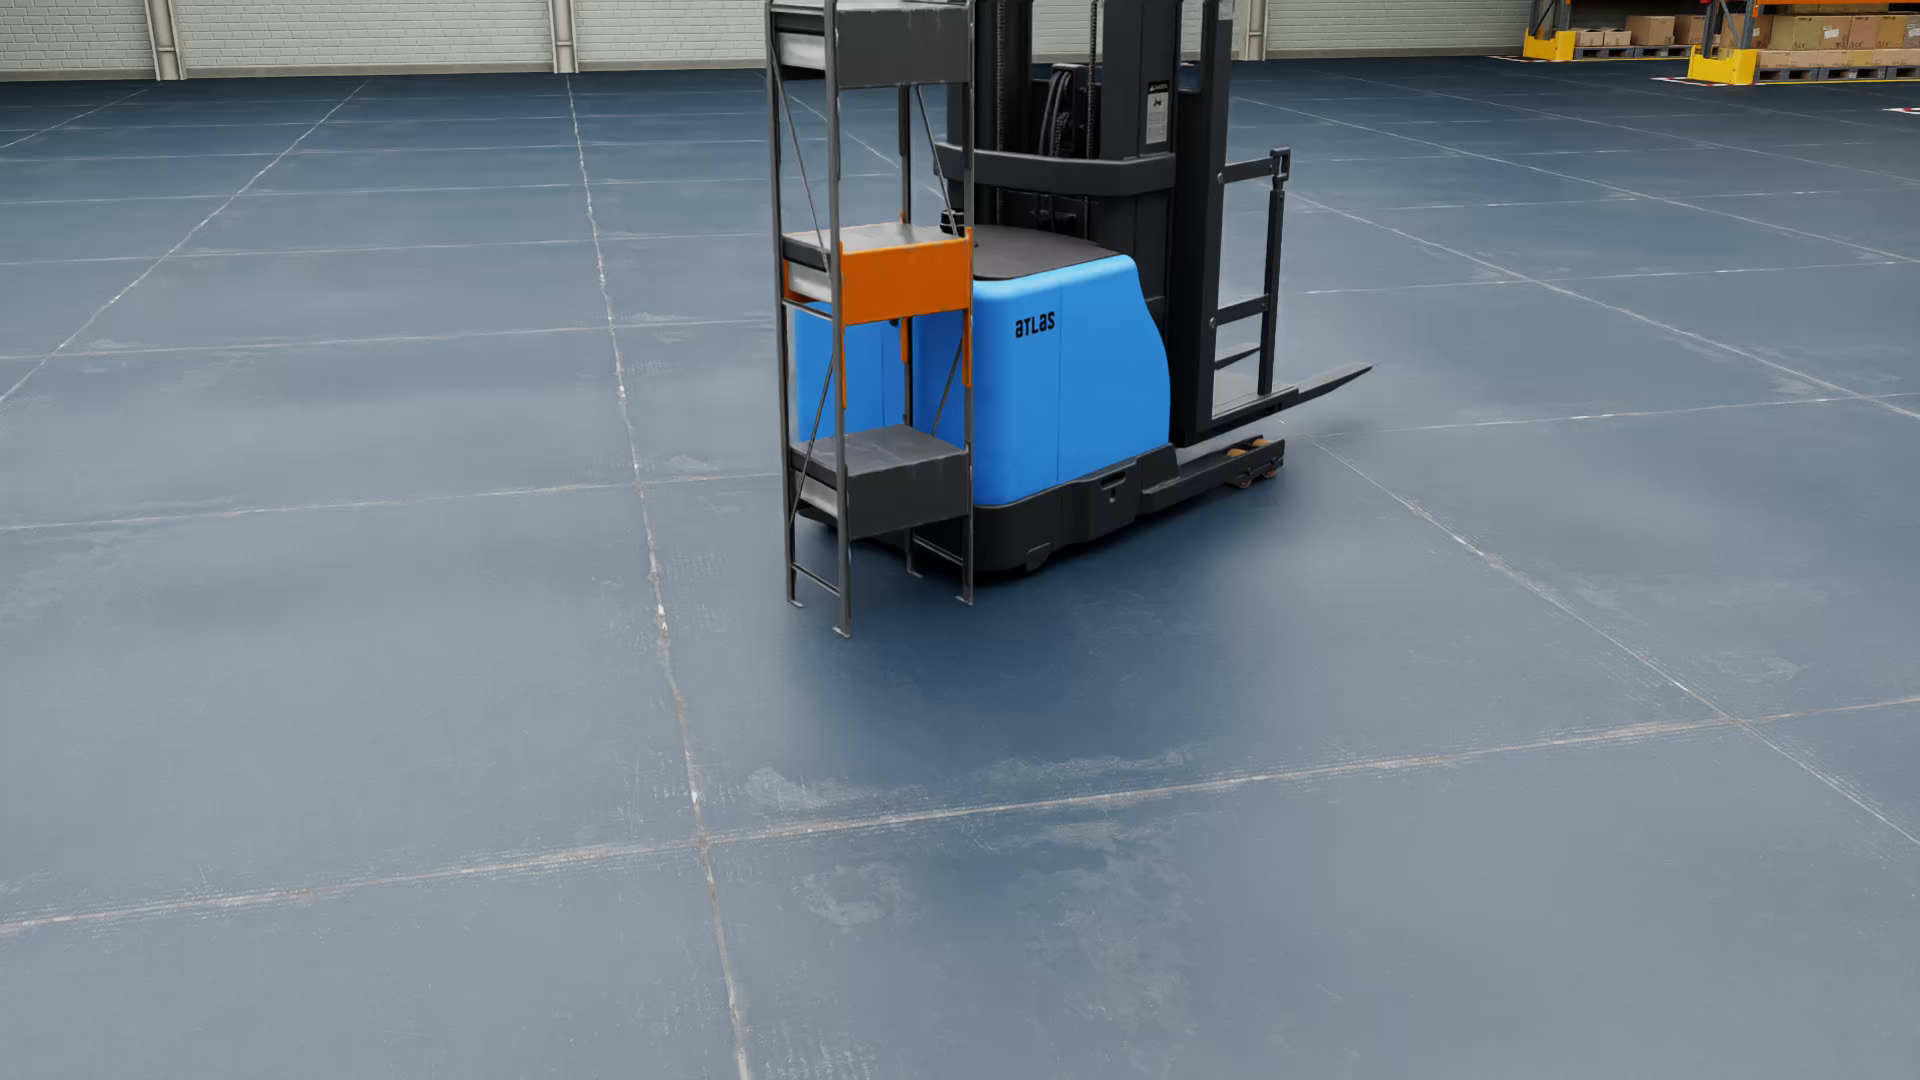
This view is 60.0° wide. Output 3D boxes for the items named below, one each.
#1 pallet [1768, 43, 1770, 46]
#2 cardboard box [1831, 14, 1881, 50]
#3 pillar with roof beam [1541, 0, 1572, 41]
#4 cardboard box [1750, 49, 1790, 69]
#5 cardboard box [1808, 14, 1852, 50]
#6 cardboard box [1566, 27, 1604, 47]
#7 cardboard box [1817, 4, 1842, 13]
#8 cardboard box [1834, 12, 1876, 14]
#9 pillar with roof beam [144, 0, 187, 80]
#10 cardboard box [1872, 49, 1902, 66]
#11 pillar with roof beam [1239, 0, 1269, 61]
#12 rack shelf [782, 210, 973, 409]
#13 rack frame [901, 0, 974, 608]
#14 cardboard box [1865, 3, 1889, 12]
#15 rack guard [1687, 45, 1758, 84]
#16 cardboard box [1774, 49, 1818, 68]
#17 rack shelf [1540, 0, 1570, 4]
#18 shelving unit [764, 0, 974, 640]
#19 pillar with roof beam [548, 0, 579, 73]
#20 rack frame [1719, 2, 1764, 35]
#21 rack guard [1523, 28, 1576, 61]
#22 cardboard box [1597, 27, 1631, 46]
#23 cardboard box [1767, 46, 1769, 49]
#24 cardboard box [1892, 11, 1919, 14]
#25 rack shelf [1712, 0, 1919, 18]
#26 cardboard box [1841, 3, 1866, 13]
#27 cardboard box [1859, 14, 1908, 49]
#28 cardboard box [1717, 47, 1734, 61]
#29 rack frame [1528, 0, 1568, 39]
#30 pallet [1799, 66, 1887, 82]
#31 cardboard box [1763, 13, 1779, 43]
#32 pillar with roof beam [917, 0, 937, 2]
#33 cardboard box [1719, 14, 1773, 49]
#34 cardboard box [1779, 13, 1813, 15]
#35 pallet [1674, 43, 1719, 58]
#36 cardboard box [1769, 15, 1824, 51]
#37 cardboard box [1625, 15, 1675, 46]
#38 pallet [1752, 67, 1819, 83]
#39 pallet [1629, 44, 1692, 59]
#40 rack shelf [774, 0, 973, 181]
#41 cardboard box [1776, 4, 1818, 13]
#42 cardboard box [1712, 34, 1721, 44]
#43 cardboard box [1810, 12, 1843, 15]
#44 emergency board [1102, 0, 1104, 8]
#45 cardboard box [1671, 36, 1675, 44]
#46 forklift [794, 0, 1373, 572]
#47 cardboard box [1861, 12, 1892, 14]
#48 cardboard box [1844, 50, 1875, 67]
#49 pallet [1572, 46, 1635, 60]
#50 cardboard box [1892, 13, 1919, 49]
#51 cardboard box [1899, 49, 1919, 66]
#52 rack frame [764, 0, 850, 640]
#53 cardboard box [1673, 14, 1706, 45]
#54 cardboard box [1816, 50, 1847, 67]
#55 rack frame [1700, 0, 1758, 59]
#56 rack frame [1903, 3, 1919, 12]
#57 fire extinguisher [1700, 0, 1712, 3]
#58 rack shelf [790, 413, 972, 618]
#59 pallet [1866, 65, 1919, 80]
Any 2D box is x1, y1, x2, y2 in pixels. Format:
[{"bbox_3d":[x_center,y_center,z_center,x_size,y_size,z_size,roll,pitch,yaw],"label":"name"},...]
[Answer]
[{"bbox_3d":[15.238,-9.219,31.174,1.213,0.211,1.003,-5,21,-12],"label":"pallet"},{"bbox_3d":[13.765,-7.836,25.641,0.500,0.500,0.500,-5,21,-12],"label":"cardboard box"},{"bbox_3d":[12.060,-11.870,25.636,0.400,9.000,9.100,-5,21,-12],"label":"pillar with roof beam"},{"bbox_3d":[12.304,-7.366,25.448,0.500,0.250,0.500,-5,21,-12],"label":"cardboard box"},{"bbox_3d":[13.274,-7.802,25.549,0.500,0.500,0.500,-5,21,-12],"label":"cardboard box"},{"bbox_3d":[11.282,-9.118,30.115,0.500,0.311,0.500,-7,21,-19],"label":"cardboard box"},{"bbox_3d":[16.126,-9.993,31.138,0.500,0.250,0.500,-5,21,-14],"label":"cardboard box"},{"bbox_3d":[14.127,-8.055,26.240,0.500,0.500,0.500,-5,21,-12],"label":"cardboard box"},{"bbox_3d":[-11.296,-9.971,20.451,0.400,9.000,9.100,-5,21,-12],"label":"pillar with roof beam"},{"bbox_3d":[14.251,-7.524,25.879,0.500,0.250,0.500,-5,21,-12],"label":"cardboard box"},{"bbox_3d":[6.221,-11.395,24.340,0.400,9.000,9.100,-5,21,-12],"label":"pillar with roof beam"},{"bbox_3d":[-0.277,-0.753,5.357,0.480,0.518,0.431,-13,24,-32],"label":"rack shelf"},{"bbox_3d":[-0.075,-0.813,5.481,0.015,2.100,0.400,-13,24,-32],"label":"rack frame"},{"bbox_3d":[17.115,-10.069,31.345,0.500,0.250,0.500,-4,21,-11],"label":"cardboard box"},{"bbox_3d":[11.708,-7.316,25.559,0.348,0.500,1.175,-5,21,-12],"label":"rack guard"},{"bbox_3d":[12.790,-7.406,25.559,0.500,0.250,0.500,-5,21,-12],"label":"cardboard box"},{"bbox_3d":[12.534,-9.970,30.216,4.000,0.370,1.077,-5,21,-12],"label":"rack shelf"},{"bbox_3d":[-0.277,-0.766,5.352,0.503,2.100,0.431,-13,24,-32],"label":"shelving unit"},{"bbox_3d":[-5.457,-10.446,21.747,0.400,9.000,9.100,-5,21,-12],"label":"pillar with roof beam"},{"bbox_3d":[14.480,-10.466,30.525,0.127,3.000,1.000,-5,21,-12],"label":"rack frame"},{"bbox_3d":[10.662,-8.982,30.107,0.348,0.500,1.175,-5,21,-12],"label":"rack guard"},{"bbox_3d":[11.836,-9.163,30.238,0.500,0.311,0.500,-3,20,-8],"label":"cardboard box"},{"bbox_3d":[12.669,-7.583,26.040,0.500,0.250,0.500,-5,21,-12],"label":"cardboard box"},{"bbox_3d":[15.100,-8.134,26.457,0.500,0.500,0.500,-5,21,-12],"label":"cardboard box"},{"bbox_3d":[13.677,-8.312,25.691,4.000,0.370,1.077,-5,21,-12],"label":"rack shelf"},{"bbox_3d":[16.616,-10.027,31.230,0.500,0.250,0.500,-5,21,-13],"label":"cardboard box"},{"bbox_3d":[14.248,-7.880,25.762,0.500,0.500,0.500,-5,21,-12],"label":"cardboard box"},{"bbox_3d":[12.185,-7.539,25.921,0.500,0.250,0.500,-5,21,-12],"label":"cardboard box"},{"bbox_3d":[10.588,-10.149,29.661,0.127,3.000,1.000,-5,21,-12],"label":"rack frame"},{"bbox_3d":[13.651,-7.352,26.078,1.213,0.211,1.003,-5,21,-12],"label":"pallet"},{"bbox_3d":[15.193,-9.563,31.053,0.500,0.500,0.700,-4,20,-11],"label":"cardboard box"},{"bbox_3d":[0.382,-10.920,23.044,0.400,9.000,9.100,-5,21,-12],"label":"pillar with roof beam"},{"bbox_3d":[12.185,-7.892,25.794,0.500,0.500,0.500,-5,21,-12],"label":"cardboard box"},{"bbox_3d":[13.154,-7.976,26.024,0.500,0.500,0.500,-5,21,-12],"label":"cardboard box"},{"bbox_3d":[13.835,-9.092,30.827,1.213,0.211,1.003,-5,21,-12],"label":"pallet"},{"bbox_3d":[12.790,-7.758,25.429,0.500,0.500,0.500,-5,21,-12],"label":"cardboard box"},{"bbox_3d":[12.562,-9.293,30.318,0.500,0.500,0.700,-6,21,-16],"label":"cardboard box"},{"bbox_3d":[12.466,-7.257,25.818,1.213,0.211,1.003,-5,21,-12],"label":"pallet"},{"bbox_3d":[12.645,-8.994,30.560,1.213,0.211,1.003,-5,21,-12],"label":"pallet"},{"bbox_3d":[-0.277,-1.410,5.116,0.480,0.518,0.431,-13,24,-32],"label":"rack shelf"},{"bbox_3d":[15.621,-9.951,31.023,0.500,0.250,0.500,-5,21,-14],"label":"cardboard box"},{"bbox_3d":[13.967,-9.290,30.793,0.250,0.166,0.380,-7,21,-20],"label":"cardboard box"},{"bbox_3d":[13.641,-8.015,26.131,0.500,0.500,0.500,-5,21,-12],"label":"cardboard box"},{"bbox_3d":[2.817,-9.837,28.807,0.643,1.169,0.194,-5,21,-12],"label":"emergency board"},{"bbox_3d":[12.919,-9.214,30.612,0.250,0.149,0.380,-6,21,-17],"label":"cardboard box"},{"bbox_3d":[0.723,-1.690,6.668,1.130,2.935,3.031,17,26,38],"label":"forklift"},{"bbox_3d":[14.616,-8.092,26.341,0.500,0.500,0.500,-5,21,-12],"label":"cardboard box"},{"bbox_3d":[13.764,-7.484,25.771,0.500,0.250,0.500,-5,21,-12],"label":"cardboard box"},{"bbox_3d":[11.460,-8.899,30.300,1.213,0.211,1.003,-5,21,-12],"label":"pallet"},{"bbox_3d":[14.734,-7.921,25.873,0.500,0.500,0.500,-5,21,-12],"label":"cardboard box"},{"bbox_3d":[14.734,-7.568,26.001,0.500,0.250,0.500,-5,21,-12],"label":"cardboard box"},{"bbox_3d":[-0.478,-0.718,5.223,0.015,2.100,0.400,-13,24,-32],"label":"rack frame"},{"bbox_3d":[13.479,-9.403,30.618,0.500,0.500,0.500,-6,21,-17],"label":"cardboard box"},{"bbox_3d":[13.277,-7.446,25.667,0.500,0.250,0.500,-5,21,-12],"label":"cardboard box"},{"bbox_3d":[11.731,-8.492,25.135,0.127,3.000,1.000,-5,21,-12],"label":"rack frame"},{"bbox_3d":[18.373,-10.783,31.389,0.127,3.000,1.000,-5,21,-12],"label":"rack frame"},{"bbox_3d":[11.509,-8.601,25.547,0.183,0.674,0.296,-5,21,-12],"label":"fire extinguisher"},{"bbox_3d":[-0.277,-0.096,5.598,0.480,0.518,0.431,-13,24,-32],"label":"rack shelf"},{"bbox_3d":[14.840,-7.450,26.345,1.213,0.211,1.003,-5,21,-12],"label":"pallet"}]
